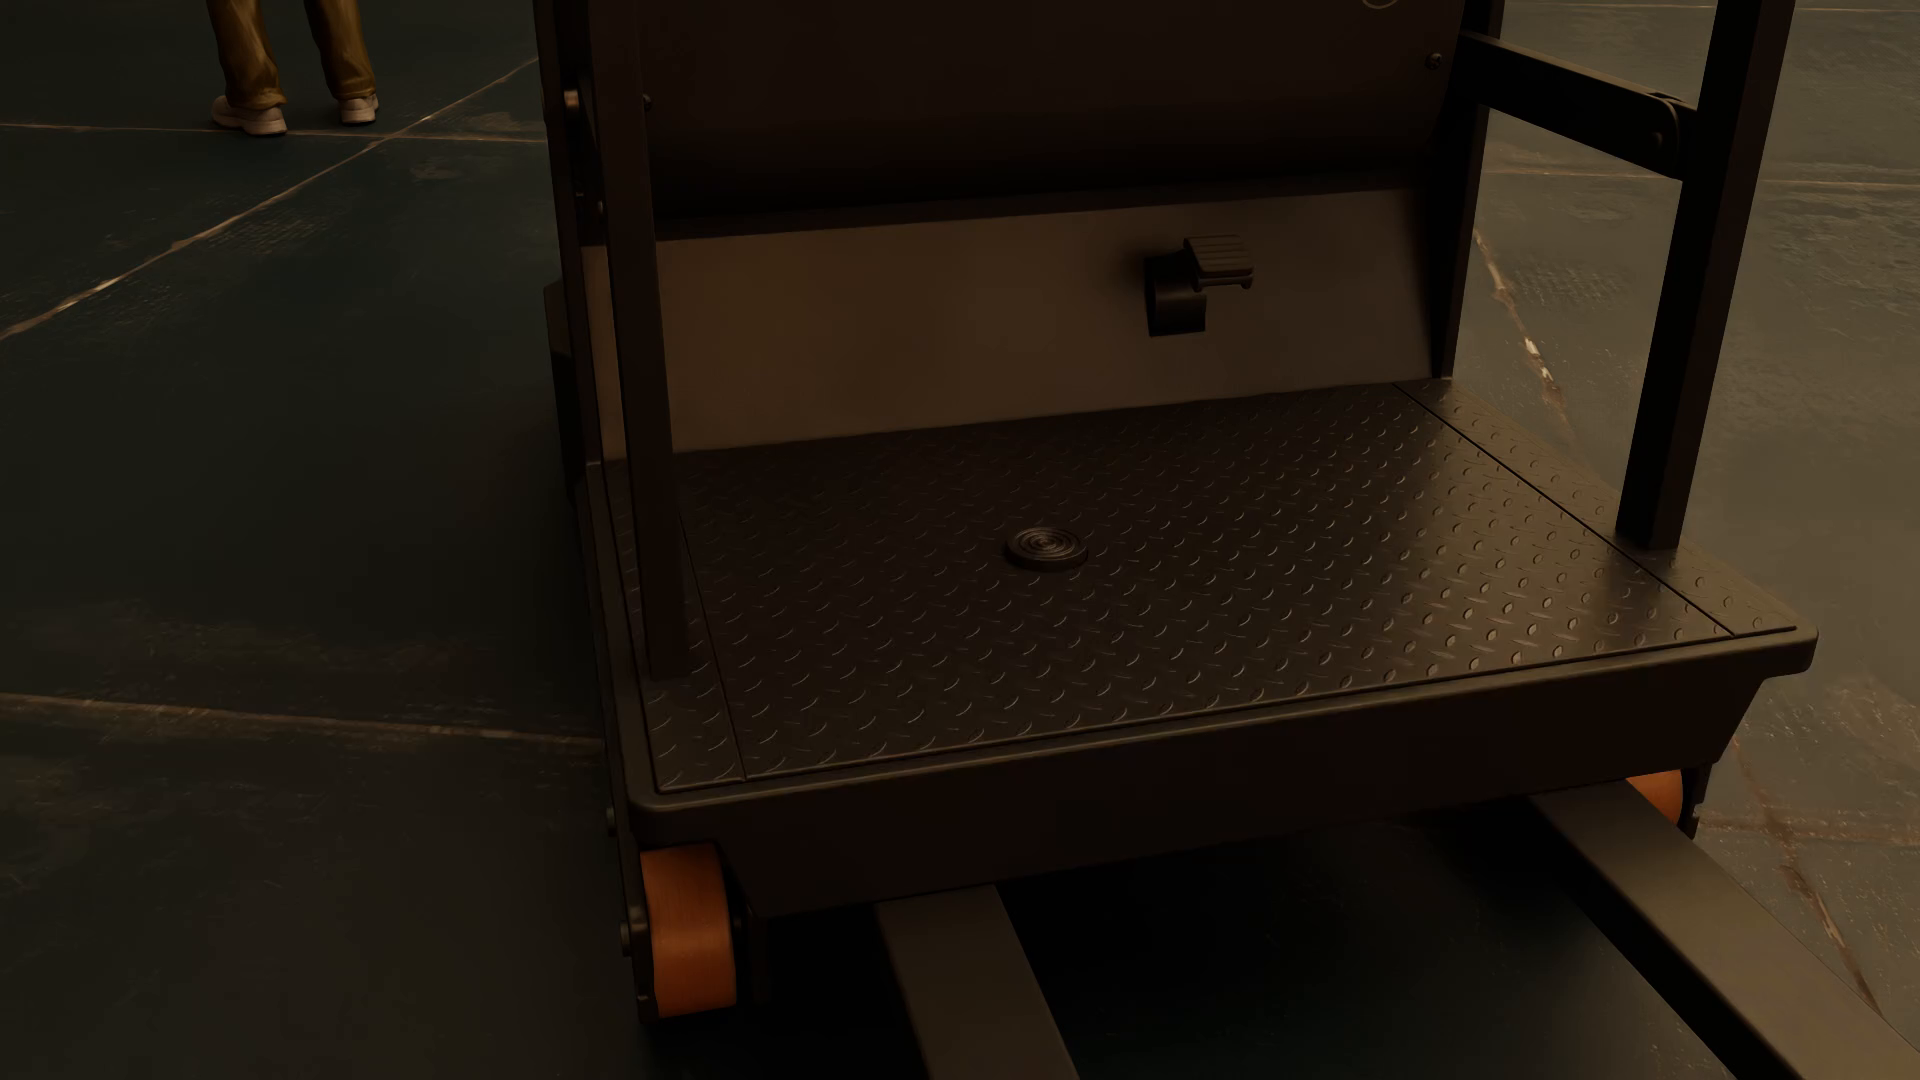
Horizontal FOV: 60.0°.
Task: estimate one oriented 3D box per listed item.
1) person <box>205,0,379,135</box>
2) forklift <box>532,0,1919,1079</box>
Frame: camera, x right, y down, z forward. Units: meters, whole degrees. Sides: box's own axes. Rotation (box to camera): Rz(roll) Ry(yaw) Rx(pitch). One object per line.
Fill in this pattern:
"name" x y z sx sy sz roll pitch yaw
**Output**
"person" -2.012 -2.046 4.617 0.644 1.772 0.436 -19 32 -33
"forklift" 0.153 -1.049 1.319 1.130 2.935 3.031 -7 27 -13
